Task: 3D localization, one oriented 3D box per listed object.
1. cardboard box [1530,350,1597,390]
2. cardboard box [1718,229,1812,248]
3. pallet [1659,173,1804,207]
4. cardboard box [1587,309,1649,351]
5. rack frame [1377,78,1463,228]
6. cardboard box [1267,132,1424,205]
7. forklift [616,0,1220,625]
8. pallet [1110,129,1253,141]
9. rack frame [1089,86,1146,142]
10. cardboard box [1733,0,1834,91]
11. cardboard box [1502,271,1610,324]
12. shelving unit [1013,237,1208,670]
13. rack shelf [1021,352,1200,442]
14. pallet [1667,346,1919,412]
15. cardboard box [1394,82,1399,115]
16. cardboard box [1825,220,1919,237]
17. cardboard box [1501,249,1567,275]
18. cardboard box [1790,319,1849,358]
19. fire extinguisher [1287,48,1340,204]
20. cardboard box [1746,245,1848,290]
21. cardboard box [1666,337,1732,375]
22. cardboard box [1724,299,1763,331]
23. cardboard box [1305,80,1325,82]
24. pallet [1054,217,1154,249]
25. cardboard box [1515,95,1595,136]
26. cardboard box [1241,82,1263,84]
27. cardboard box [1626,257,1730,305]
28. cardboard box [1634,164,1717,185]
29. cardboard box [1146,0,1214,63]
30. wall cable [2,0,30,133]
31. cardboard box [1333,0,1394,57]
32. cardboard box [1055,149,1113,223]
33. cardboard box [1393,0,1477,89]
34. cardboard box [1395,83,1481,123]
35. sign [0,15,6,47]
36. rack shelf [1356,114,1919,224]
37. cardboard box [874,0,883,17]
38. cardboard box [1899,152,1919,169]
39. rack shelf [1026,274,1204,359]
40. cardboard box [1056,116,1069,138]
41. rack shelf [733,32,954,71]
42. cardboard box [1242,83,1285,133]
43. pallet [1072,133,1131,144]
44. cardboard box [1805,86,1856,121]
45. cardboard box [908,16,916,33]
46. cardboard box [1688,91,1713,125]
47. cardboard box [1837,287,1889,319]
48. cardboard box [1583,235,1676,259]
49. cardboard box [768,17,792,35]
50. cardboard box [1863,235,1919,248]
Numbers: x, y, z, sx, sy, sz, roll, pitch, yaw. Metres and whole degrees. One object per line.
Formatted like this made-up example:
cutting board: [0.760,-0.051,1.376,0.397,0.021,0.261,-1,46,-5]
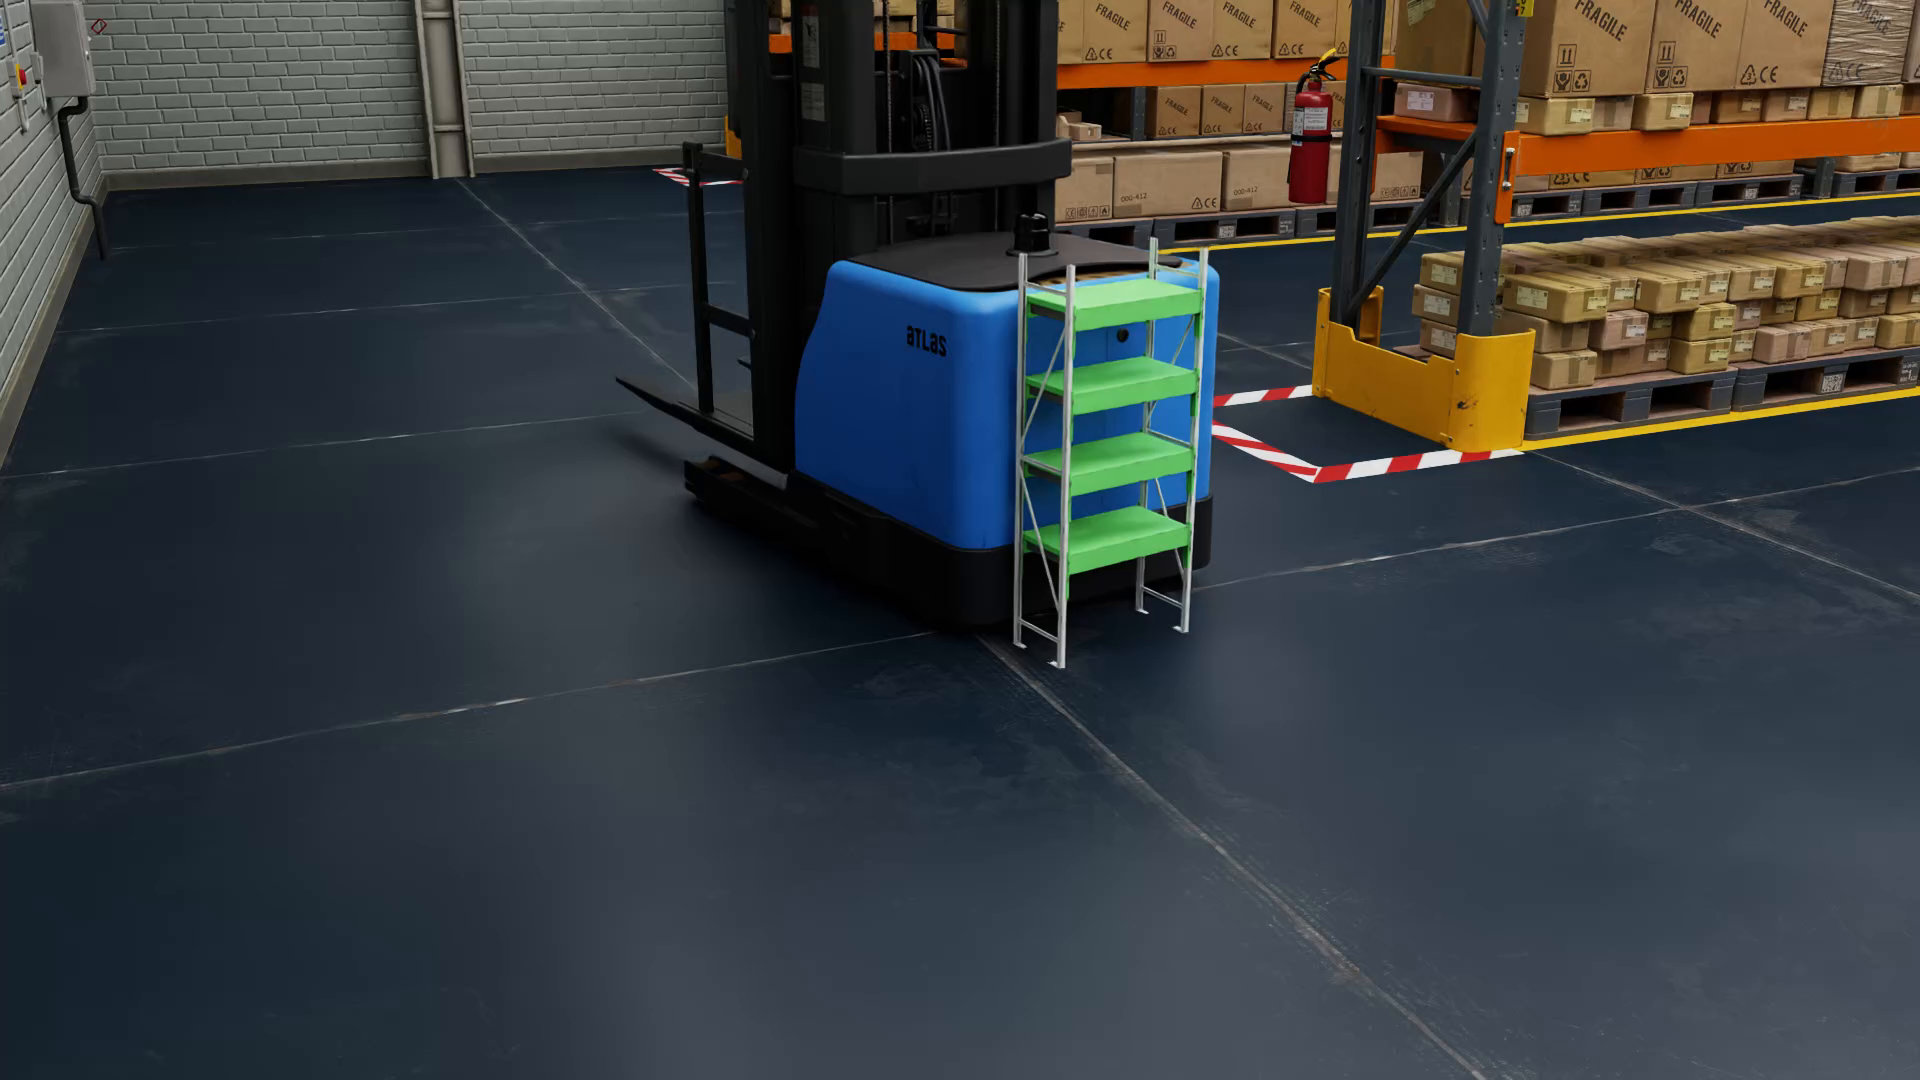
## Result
cardboard box: [2.604,-0.792,7.415,0.250,0.149,0.380,-8,21,-21]
cardboard box: [4.068,-1.468,8.439,0.250,0.149,0.380,-9,21,-24]
pallet: [6.535,-3.120,14.565,1.213,0.211,1.003,-8,21,-22]
cardboard box: [2.853,-0.970,7.474,0.250,0.149,0.380,-8,21,-22]
rack frame: [3.616,-3.990,12.836,0.127,3.000,1.000,-8,21,-22]
cardboard box: [2.997,-2.929,13.051,0.875,0.438,0.875,-8,21,-23]
forklift: [-0.407,-1.554,6.022,1.130,2.935,3.031,-13,23,-32]
pallet: [2.378,-4.306,17.934,1.213,0.211,1.003,-8,21,-22]
rack frame: [1.646,-5.503,17.134,0.127,3.000,1.000,-8,21,-22]
cardboard box: [3.454,-2.268,7.349,0.500,0.500,0.500,-8,21,-21]
cardboard box: [2.612,-1.066,7.299,0.250,0.149,0.380,-9,21,-24]
shelving unit: [0.439,-0.260,4.952,0.503,1.200,0.258,-13,23,-32]
rack shelf: [0.440,-0.426,4.893,0.480,0.148,0.258,-13,23,-32]
pallet: [3.945,-0.917,8.309,1.213,0.211,1.003,-8,21,-22]
cardboard box: [4.552,-4.864,18.452,0.500,0.500,0.500,-8,21,-23]
cardboard box: [4.782,-1.579,8.754,0.250,0.149,0.380,-8,21,-23]
cardboard box: [2.636,-1.264,7.859,0.250,0.149,0.380,-8,21,-21]
cardboard box: [4.020,-0.999,8.004,0.250,0.149,0.380,-8,21,-22]
fire extinguisher: [1.583,-1.862,7.473,0.183,0.674,0.296,-8,21,-22]
cardboard box: [4.006,-1.308,7.985,0.250,0.149,0.380,-8,21,-22]
cardboard box: [3.316,-0.886,7.683,0.250,0.149,0.380,-8,21,-21]
cardboard box: [3.527,-1.094,7.825,0.250,0.149,0.380,-9,21,-25]
cardboard box: [3.737,-5.046,17.991,0.250,0.149,0.380,-9,21,-25]
pallet: [0.646,-2.277,12.172,1.213,0.211,1.003,-8,21,-22]
cardboard box: [2.424,-1.791,6.971,0.250,0.149,0.380,-8,21,-22]
cardboard box: [3.027,-4.953,17.727,0.250,0.149,0.380,-8,21,-22]
cardboard box: [3.295,-1.191,7.654,0.250,0.149,0.380,-9,21,-25]
cardboard box: [5.801,-3.530,14.098,0.875,0.875,0.875,-8,21,-21]
cardboard box: [1.425,-3.623,11.644,0.500,0.500,0.500,-8,21,-22]
wall cable: [-5.225,-3.208,9.041,0.123,1.953,0.585,-8,21,-22]
cardboard box: [2.821,-3.828,12.228,0.500,0.500,0.500,-9,21,-23]
cardboard box: [0.509,-2.570,12.031,0.875,0.438,0.875,-9,21,-24]
cardboard box: [2.307,-2.292,7.417,0.500,0.500,0.500,-8,21,-21]
cardboard box: [2.184,-1.978,7.501,0.250,0.149,0.380,-8,21,-22]
sign: [-5.262,-2.819,9.105,0.001,0.218,0.327,-8,21,-22]
rack shelf: [3.833,-1.891,7.959,4.000,0.370,1.077,-8,21,-22]
cardboard box: [-1.040,-5.090,15.740,0.500,0.250,0.500,-8,21,-21]
cardboard box: [8.486,-3.645,15.183,0.625,0.372,0.950,-9,21,-23]
rack shelf: [0.441,-0.652,4.812,0.480,0.148,0.258,-13,23,-32]
cardboard box: [0.923,-4.201,16.922,0.258,0.266,0.396,-7,21,-20]
rack shelf: [-0.190,-4.900,16.506,4.000,0.370,1.077,-8,21,-22]
cardboard box: [3.125,-4.654,17.855,0.500,0.500,0.500,-9,21,-24]
pallet: [1.015,-4.097,17.341,1.213,0.211,1.003,-8,21,-22]
cardboard box: [3.836,-2.012,7.598,0.250,0.149,0.380,-7,21,-20]
cardboard box: [-0.413,-4.972,16.005,0.250,0.149,0.380,-9,21,-23]
cardboard box: [3.093,-1.932,7.372,0.250,0.149,0.380,-7,21,-19]
cardboard box: [4.274,-1.197,8.117,0.250,0.149,0.380,-9,21,-24]
cardboard box: [3.311,-1.403,8.256,0.250,0.149,0.380,-7,21,-20]
cardboard box: [-1.616,-4.818,15.566,0.250,0.149,0.380,-8,21,-22]
cardboard box: [4.732,-1.410,8.275,0.250,0.149,0.380,-7,21,-20]
